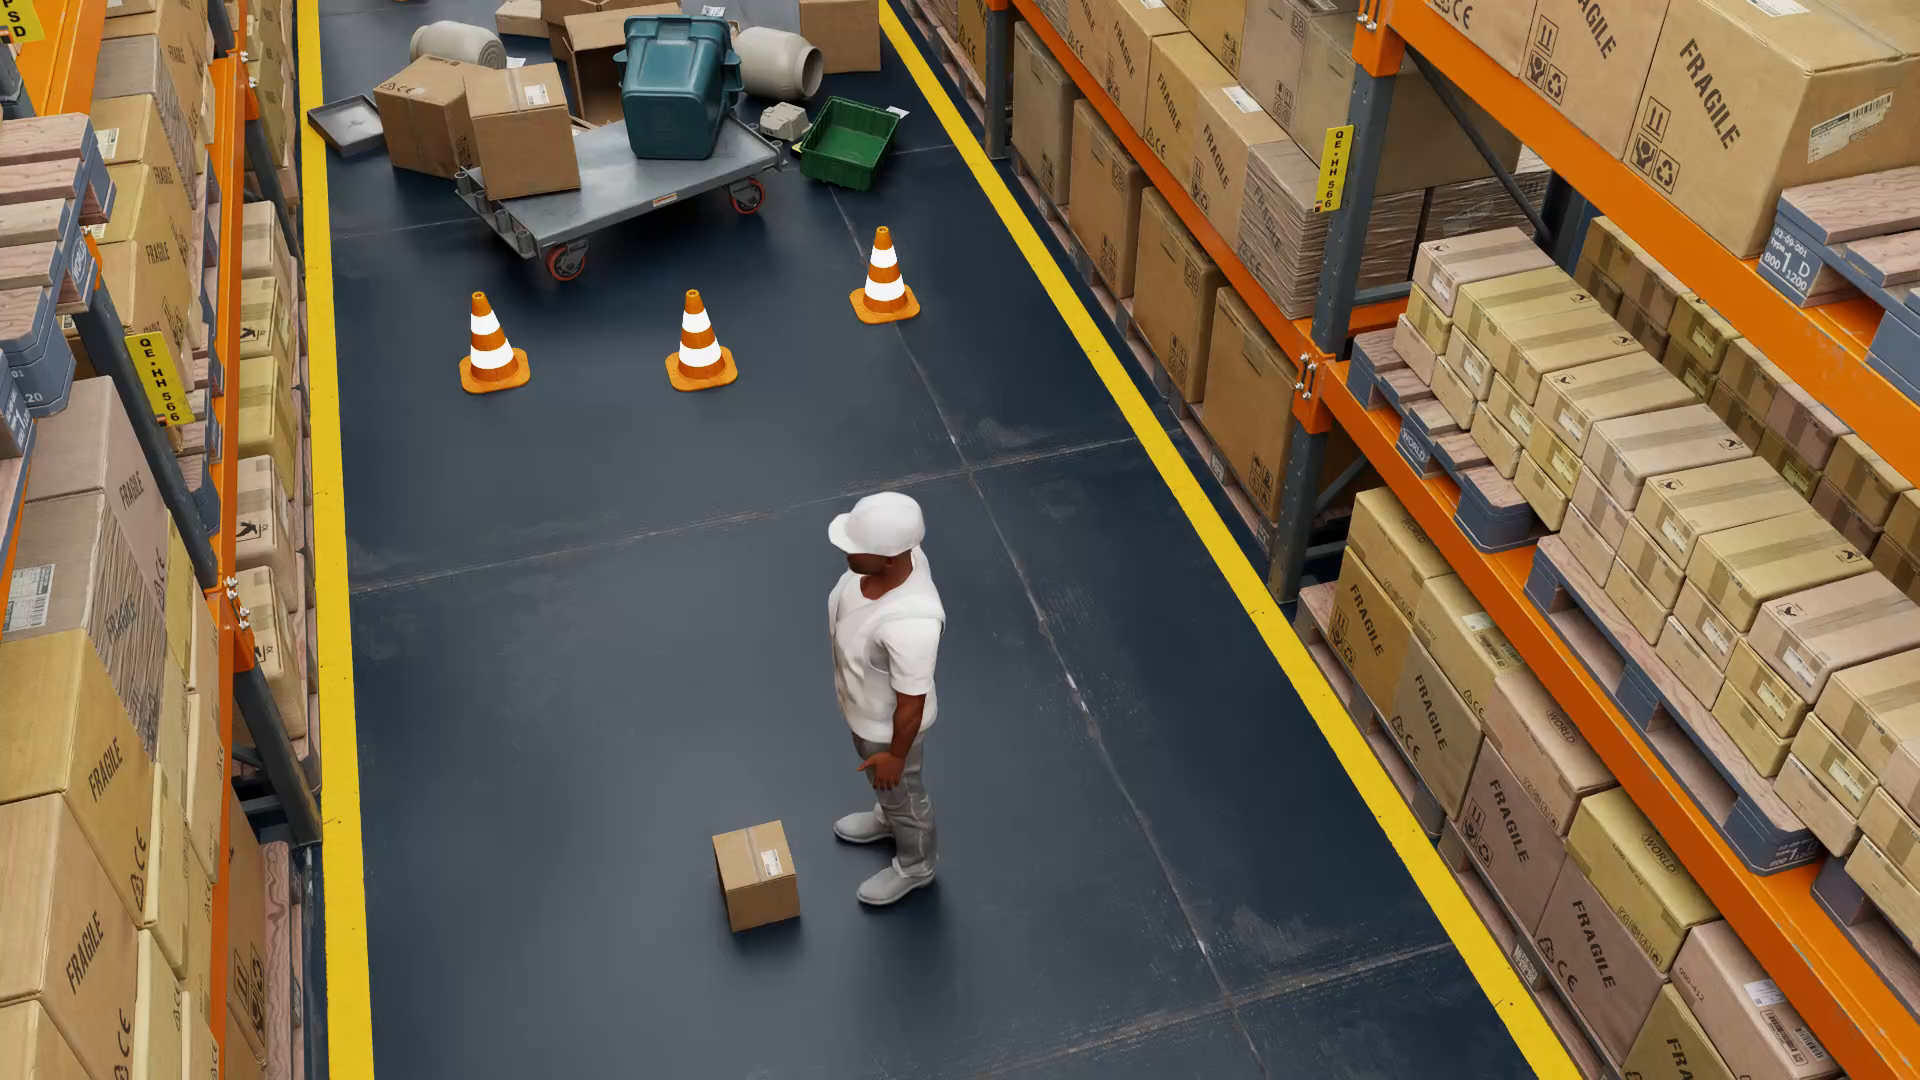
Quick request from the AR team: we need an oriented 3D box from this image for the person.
[{"bbox_3d":[-0.249,0.534,5.535,0.355,1.766,0.568,-11,43,-12],"label":"person"}]
